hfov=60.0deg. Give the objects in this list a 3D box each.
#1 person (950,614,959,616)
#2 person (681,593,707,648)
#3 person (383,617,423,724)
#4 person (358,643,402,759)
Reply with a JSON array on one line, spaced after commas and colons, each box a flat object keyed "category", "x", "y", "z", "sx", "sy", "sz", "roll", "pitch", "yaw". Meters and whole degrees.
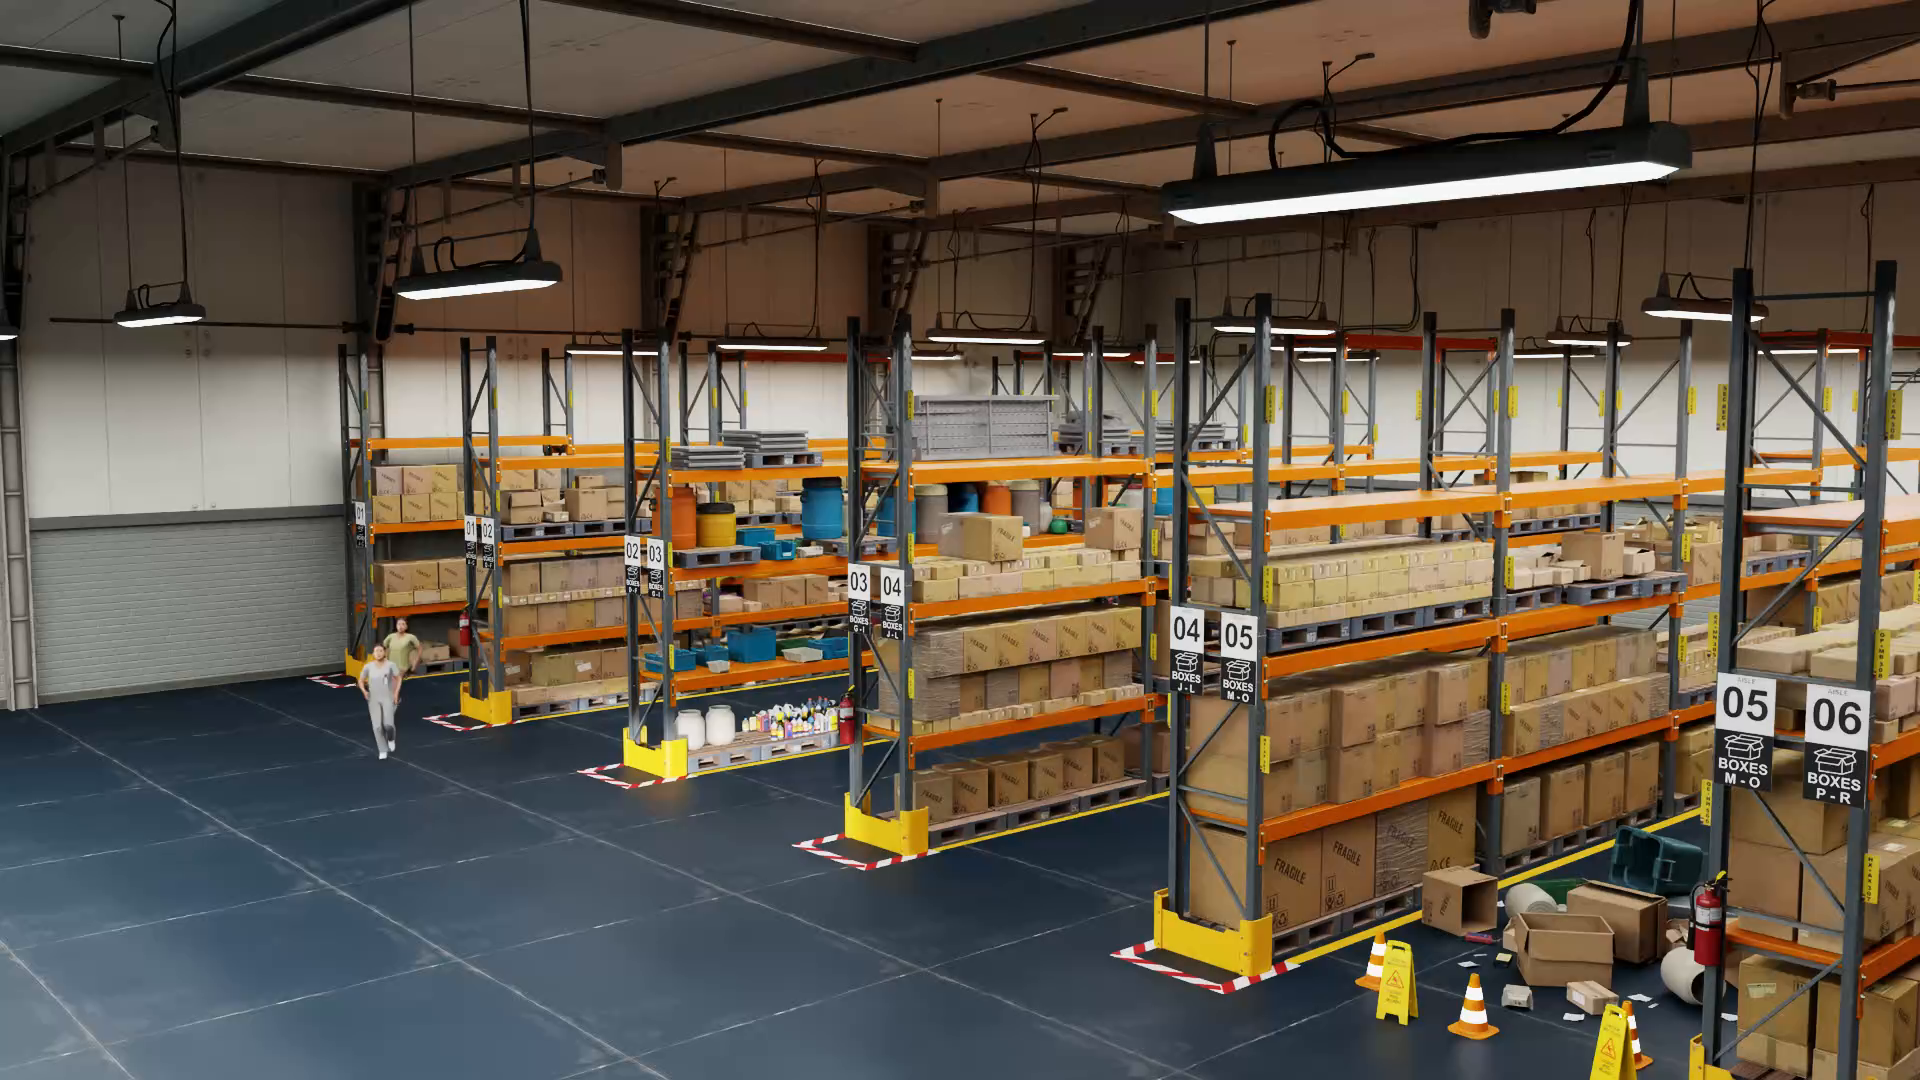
[{"category": "person", "x": 0.019, "y": 1.513, "z": 28.499, "sx": 0.711, "sy": 1.626, "sz": 0.532, "roll": -4, "pitch": 6, "yaw": -37}, {"category": "person", "x": -4.962, "y": 1.547, "z": 30.793, "sx": 0.891, "sy": 1.762, "sz": 0.707, "roll": -5, "pitch": 7, "yaw": -43}, {"category": "person", "x": -8.768, "y": 2.012, "z": 26.005, "sx": 0.635, "sy": 1.625, "sz": 0.913, "roll": 0, "pitch": 5, "yaw": 4}, {"category": "person", "x": -8.158, "y": 2.258, "z": 23.398, "sx": 0.581, "sy": 1.626, "sz": 0.563, "roll": -1, "pitch": 5, "yaw": -14}]
